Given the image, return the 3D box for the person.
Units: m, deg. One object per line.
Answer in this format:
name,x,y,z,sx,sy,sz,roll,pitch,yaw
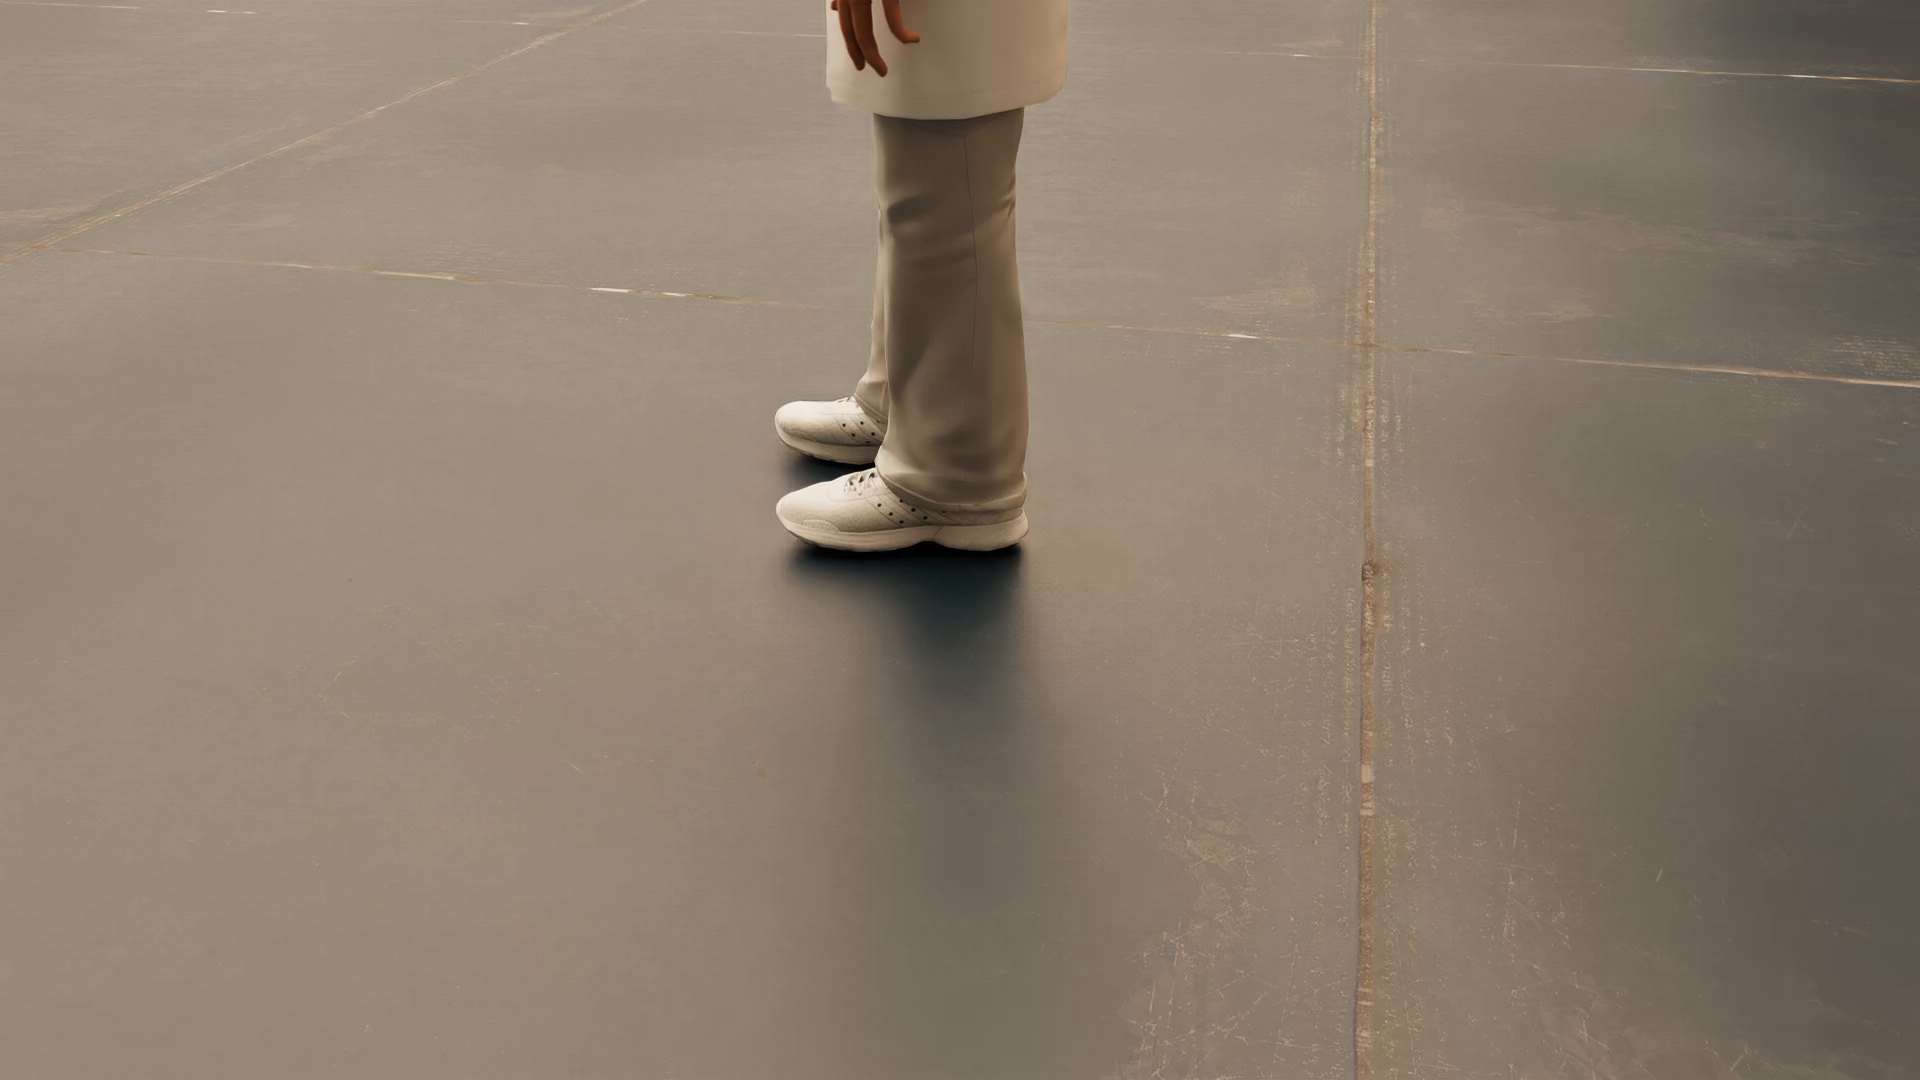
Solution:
person,-0.087,-0.811,2.118,0.581,1.775,0.694,6,27,11
